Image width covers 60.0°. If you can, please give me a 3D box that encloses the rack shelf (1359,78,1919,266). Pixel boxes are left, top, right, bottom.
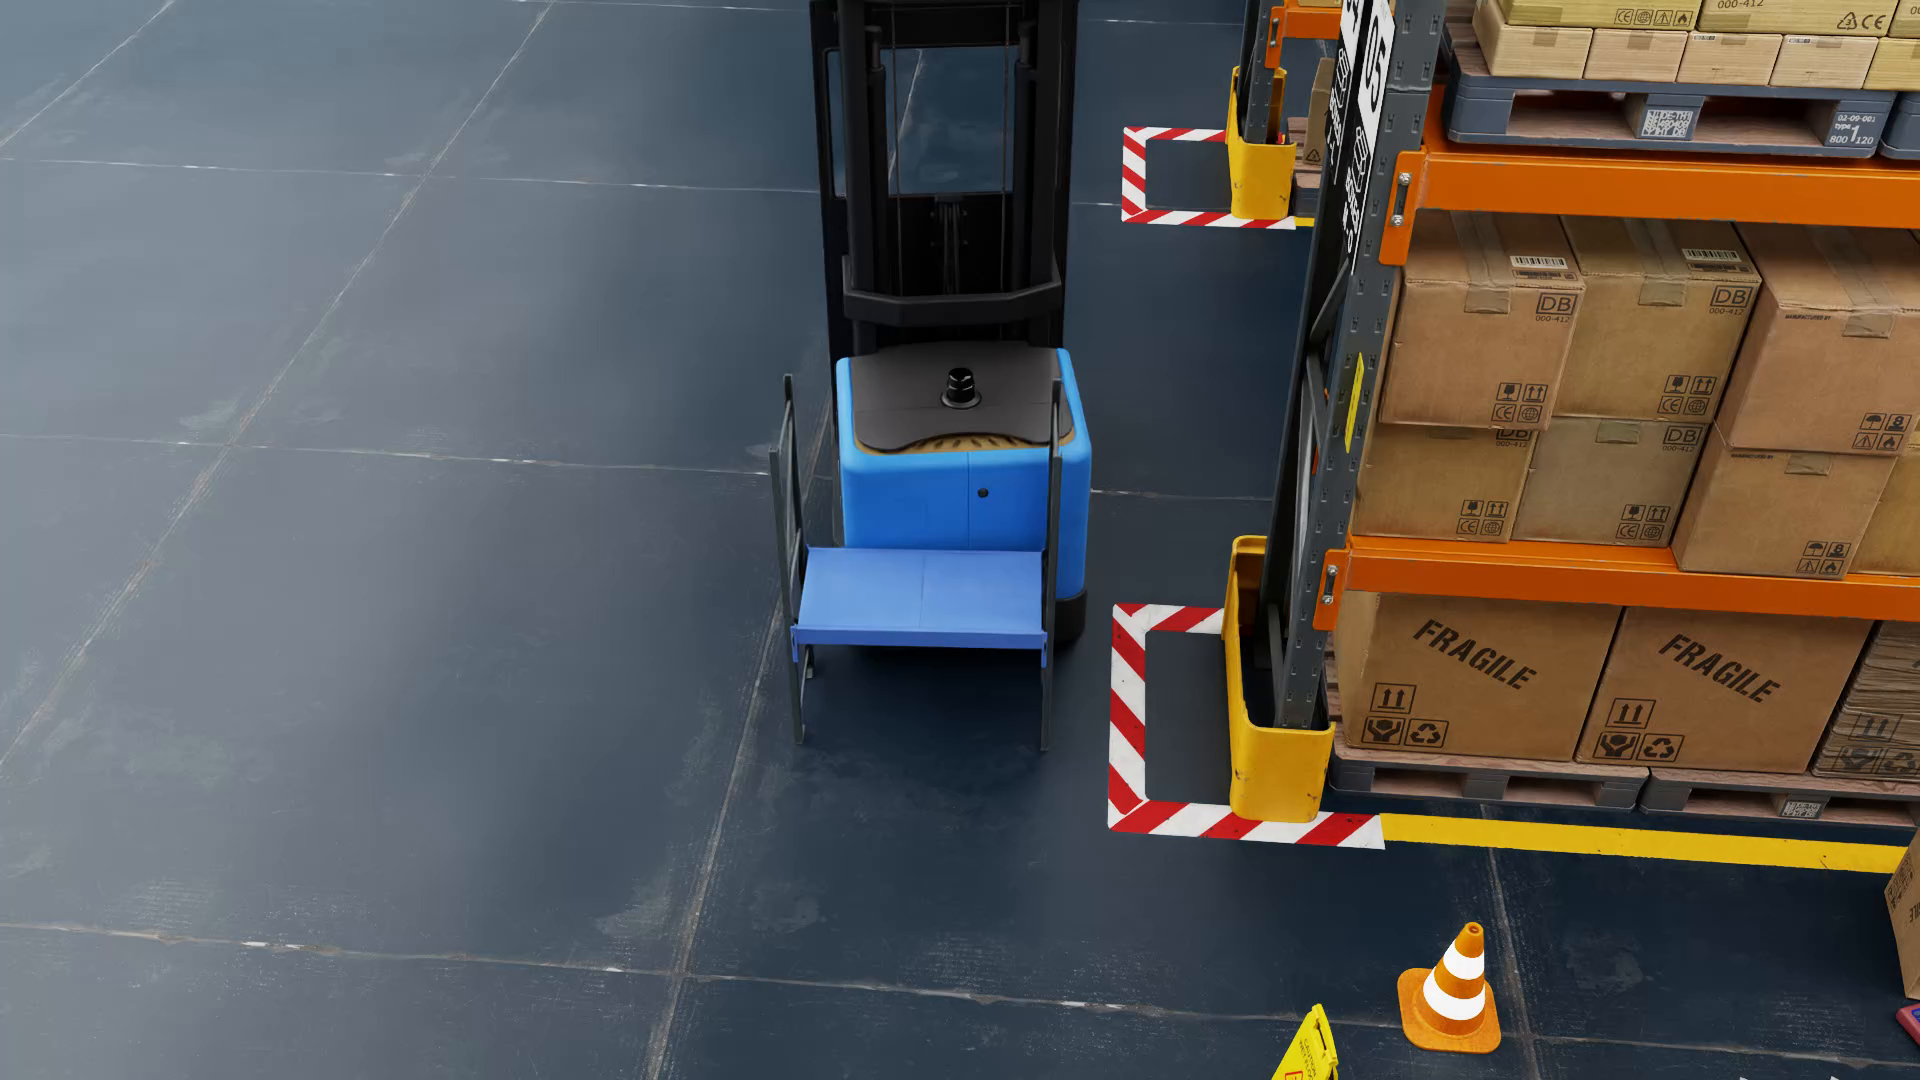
[{"bbox_3d":[3.310,-1.195,5.207,4.000,0.370,1.077,3,39,4],"label":"rack shelf"}]

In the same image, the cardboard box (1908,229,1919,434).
[{"bbox_3d":[3.325,-0.817,5.574,0.500,0.550,0.875,3,39,4],"label":"cardboard box"}]

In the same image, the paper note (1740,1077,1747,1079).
[{"bbox_3d":[2.692,1.883,5.584,0.142,0.017,0.144,16,42,19],"label":"paper note"}]

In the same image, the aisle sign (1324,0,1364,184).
[{"bbox_3d":[1.273,-1.621,5.476,0.004,0.787,0.394,3,39,4],"label":"aisle sign"}]

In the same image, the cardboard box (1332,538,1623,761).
[{"bbox_3d":[1.999,0.237,6.604,0.875,0.875,0.875,3,39,4],"label":"cardboard box"}]

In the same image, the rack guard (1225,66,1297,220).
[{"bbox_3d":[1.922,-2.560,10.670,0.348,0.500,1.175,3,39,4],"label":"rack guard"}]

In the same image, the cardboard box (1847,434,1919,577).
[{"bbox_3d":[3.319,-0.358,5.865,0.500,0.550,0.875,3,39,4],"label":"cardboard box"}]

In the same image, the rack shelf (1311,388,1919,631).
[{"bbox_3d":[3.310,-0.032,6.153,4.000,0.370,1.077,3,39,4],"label":"rack shelf"}]

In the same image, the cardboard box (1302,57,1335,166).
[{"bbox_3d":[2.467,-2.683,10.488,0.500,0.500,0.500,10,40,12],"label":"cardboard box"}]

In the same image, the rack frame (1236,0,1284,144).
[{"bbox_3d":[1.846,-3.534,9.886,0.127,3.000,1.000,3,39,4],"label":"rack frame"}]

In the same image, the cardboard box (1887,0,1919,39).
[{"bbox_3d":[2.785,-1.600,4.606,0.500,0.250,0.500,3,39,3],"label":"cardboard box"}]

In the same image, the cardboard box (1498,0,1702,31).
[{"bbox_3d":[1.776,-1.654,4.672,0.500,0.250,0.500,3,39,4],"label":"cardboard box"}]

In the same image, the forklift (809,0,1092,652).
[{"bbox_3d":[-0.087,-1.569,7.526,1.130,2.935,3.031,-3,39,-4],"label":"forklift"}]

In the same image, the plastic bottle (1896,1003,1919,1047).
[{"bbox_3d":[3.386,1.735,5.741,0.133,0.061,0.283,-10,40,-12],"label":"plastic bottle"}]

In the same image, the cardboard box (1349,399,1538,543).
[{"bbox_3d":[1.691,-0.486,6.023,0.550,0.550,0.875,3,39,4],"label":"cardboard box"}]

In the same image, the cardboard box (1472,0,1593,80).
[{"bbox_3d":[1.631,-1.467,4.758,0.250,0.149,0.380,3,39,4],"label":"cardboard box"}]

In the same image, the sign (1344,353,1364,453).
[{"bbox_3d":[1.264,-0.438,5.333,0.005,0.325,0.100,3,39,4],"label":"sign"}]

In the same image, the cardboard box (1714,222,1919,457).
[{"bbox_3d":[2.786,-0.764,5.509,0.550,0.550,0.875,3,39,4],"label":"cardboard box"}]

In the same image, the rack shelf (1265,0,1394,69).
[{"bbox_3d":[3.839,-3.146,9.979,4.000,0.370,1.077,3,39,4],"label":"rack shelf"}]

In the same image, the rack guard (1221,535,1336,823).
[{"bbox_3d":[1.293,0.548,6.851,0.348,0.500,1.175,3,39,4],"label":"rack guard"}]

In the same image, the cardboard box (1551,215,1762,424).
[{"bbox_3d":[2.240,-0.880,5.652,0.550,0.550,0.875,3,39,4],"label":"cardboard box"}]

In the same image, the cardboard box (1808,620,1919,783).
[{"bbox_3d":[3.784,0.334,6.484,0.875,0.875,0.875,3,39,4],"label":"cardboard box"}]

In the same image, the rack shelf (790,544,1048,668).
[{"bbox_3d":[-0.151,0.259,6.699,1.000,0.185,0.538,1,39,1],"label":"rack shelf"}]

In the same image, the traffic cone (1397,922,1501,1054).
[{"bbox_3d":[1.724,1.486,5.728,0.334,0.463,0.336,3,39,4],"label":"traffic cone"}]

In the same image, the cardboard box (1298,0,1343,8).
[{"bbox_3d":[2.109,-3.271,9.762,0.250,0.149,0.380,3,39,4],"label":"cardboard box"}]

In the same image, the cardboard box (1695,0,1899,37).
[{"bbox_3d":[2.282,-1.627,4.639,0.500,0.250,0.500,3,39,3],"label":"cardboard box"}]

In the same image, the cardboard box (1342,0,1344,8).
[{"bbox_3d":[2.357,-3.245,9.730,0.250,0.149,0.380,3,39,4],"label":"cardboard box"}]

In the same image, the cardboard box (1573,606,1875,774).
[{"bbox_3d":[2.875,0.283,6.547,0.875,0.875,0.875,3,39,3],"label":"cardboard box"}]

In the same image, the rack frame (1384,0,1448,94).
[{"bbox_3d":[1.317,-2.747,4.166,0.127,3.000,1.000,3,39,4],"label":"rack frame"}]

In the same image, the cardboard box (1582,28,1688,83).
[{"bbox_3d":[1.885,-1.454,4.741,0.250,0.149,0.380,3,39,4],"label":"cardboard box"}]

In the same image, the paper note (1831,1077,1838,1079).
[{"bbox_3d":[3.012,1.859,5.629,0.123,0.001,0.032,24,45,26],"label":"paper note"}]

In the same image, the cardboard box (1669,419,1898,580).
[{"bbox_3d":[2.788,-0.361,5.869,0.550,0.550,0.875,3,39,4],"label":"cardboard box"}]

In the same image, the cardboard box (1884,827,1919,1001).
[{"bbox_3d":[3.667,1.327,5.892,0.500,0.500,0.500,10,40,12],"label":"cardboard box"}]

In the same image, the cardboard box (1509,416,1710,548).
[{"bbox_3d":[2.241,-0.470,6.003,0.550,0.550,0.875,3,39,4],"label":"cardboard box"}]

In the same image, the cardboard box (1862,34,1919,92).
[{"bbox_3d":[2.637,-1.412,4.690,0.250,0.149,0.380,3,39,4],"label":"cardboard box"}]

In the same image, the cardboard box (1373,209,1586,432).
[{"bbox_3d":[1.684,-0.852,5.617,0.550,0.550,0.875,3,39,4],"label":"cardboard box"}]

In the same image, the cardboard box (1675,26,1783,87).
[{"bbox_3d":[2.135,-1.440,4.724,0.250,0.149,0.380,3,39,4],"label":"cardboard box"}]

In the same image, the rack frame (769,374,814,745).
[{"bbox_3d":[-0.659,0.110,6.598,0.032,1.500,0.500,1,39,1],"label":"rack frame"}]

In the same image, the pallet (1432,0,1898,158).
[{"bbox_3d":[2.057,-1.515,5.100,1.213,0.211,1.003,3,39,4],"label":"pallet"}]

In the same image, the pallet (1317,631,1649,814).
[{"bbox_3d":[2.121,0.656,6.947,1.213,0.211,1.003,3,39,4],"label":"pallet"}]

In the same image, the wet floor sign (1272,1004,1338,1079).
[{"bbox_3d":[1.118,1.737,5.275,0.232,0.644,0.267,-3,39,-4],"label":"wet floor sign"}]

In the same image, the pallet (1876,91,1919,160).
[{"bbox_3d":[3.276,-1.450,5.020,1.213,0.211,1.003,3,39,4],"label":"pallet"}]

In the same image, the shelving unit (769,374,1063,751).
[{"bbox_3d":[-0.151,0.120,6.585,1.048,1.500,0.538,1,39,1],"label":"shelving unit"}]

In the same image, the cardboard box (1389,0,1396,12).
[{"bbox_3d":[2.605,-3.222,9.702,0.250,0.149,0.380,3,39,4],"label":"cardboard box"}]

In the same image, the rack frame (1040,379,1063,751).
[{"bbox_3d":[0.357,0.130,6.572,0.032,1.500,0.500,1,39,1],"label":"rack frame"}]

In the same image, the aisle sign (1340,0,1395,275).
[{"bbox_3d":[1.221,-1.243,5.012,0.004,0.787,0.394,3,39,4],"label":"aisle sign"}]

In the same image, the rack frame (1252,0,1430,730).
[{"bbox_3d":[1.317,-0.420,6.060,0.127,3.000,1.000,3,39,4],"label":"rack frame"}]

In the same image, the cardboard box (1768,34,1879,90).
[{"bbox_3d":[2.387,-1.426,4.708,0.250,0.149,0.380,3,39,4],"label":"cardboard box"}]

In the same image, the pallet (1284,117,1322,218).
[{"bbox_3d":[2.728,-2.382,10.679,1.213,0.211,1.003,3,39,4],"label":"pallet"}]

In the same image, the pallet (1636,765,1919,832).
[{"bbox_3d":[3.333,0.724,6.864,1.213,0.211,1.003,3,39,4],"label":"pallet"}]
